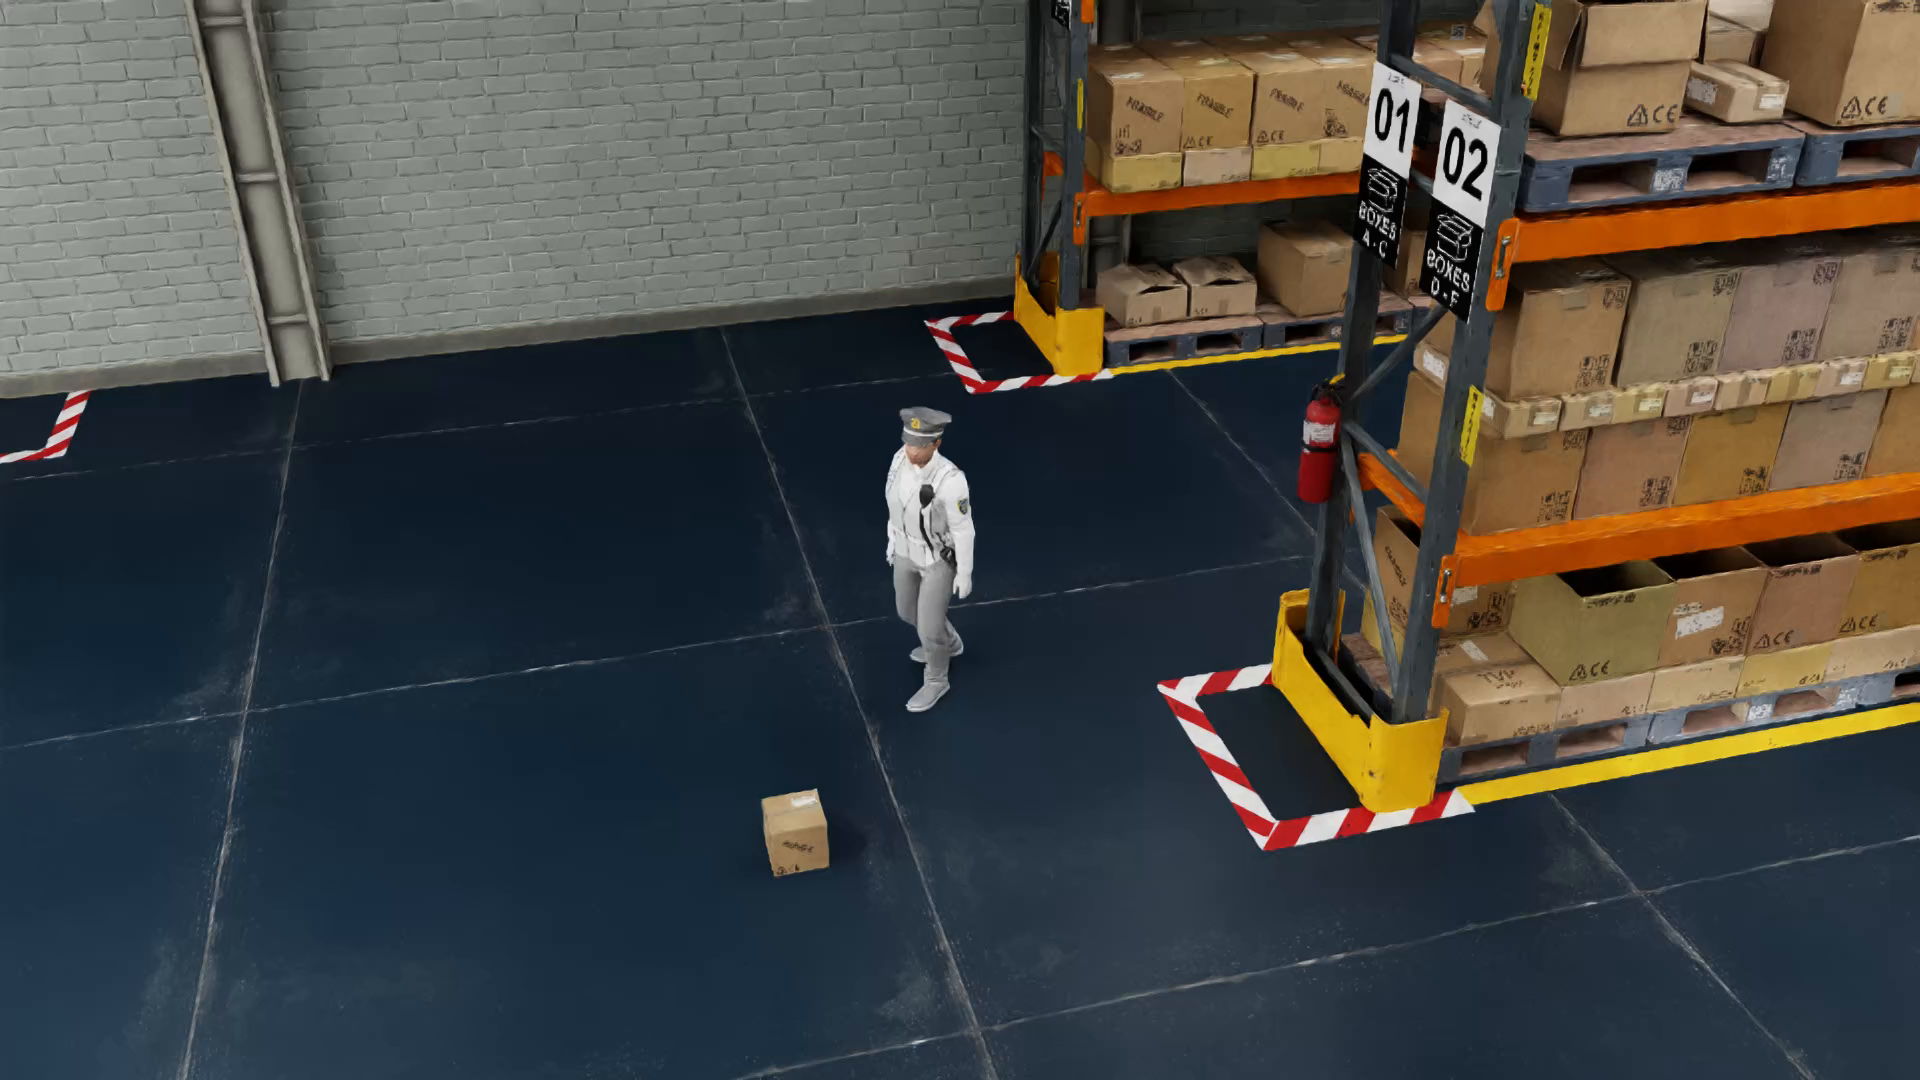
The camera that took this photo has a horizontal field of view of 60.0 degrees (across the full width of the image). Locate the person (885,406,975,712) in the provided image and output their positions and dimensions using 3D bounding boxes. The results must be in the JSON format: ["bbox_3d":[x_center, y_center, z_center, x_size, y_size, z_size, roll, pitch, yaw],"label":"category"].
[{"bbox_3d":[-0.105,0.052,8.136,0.534,1.670,0.526,27,40,37],"label":"person"}]
